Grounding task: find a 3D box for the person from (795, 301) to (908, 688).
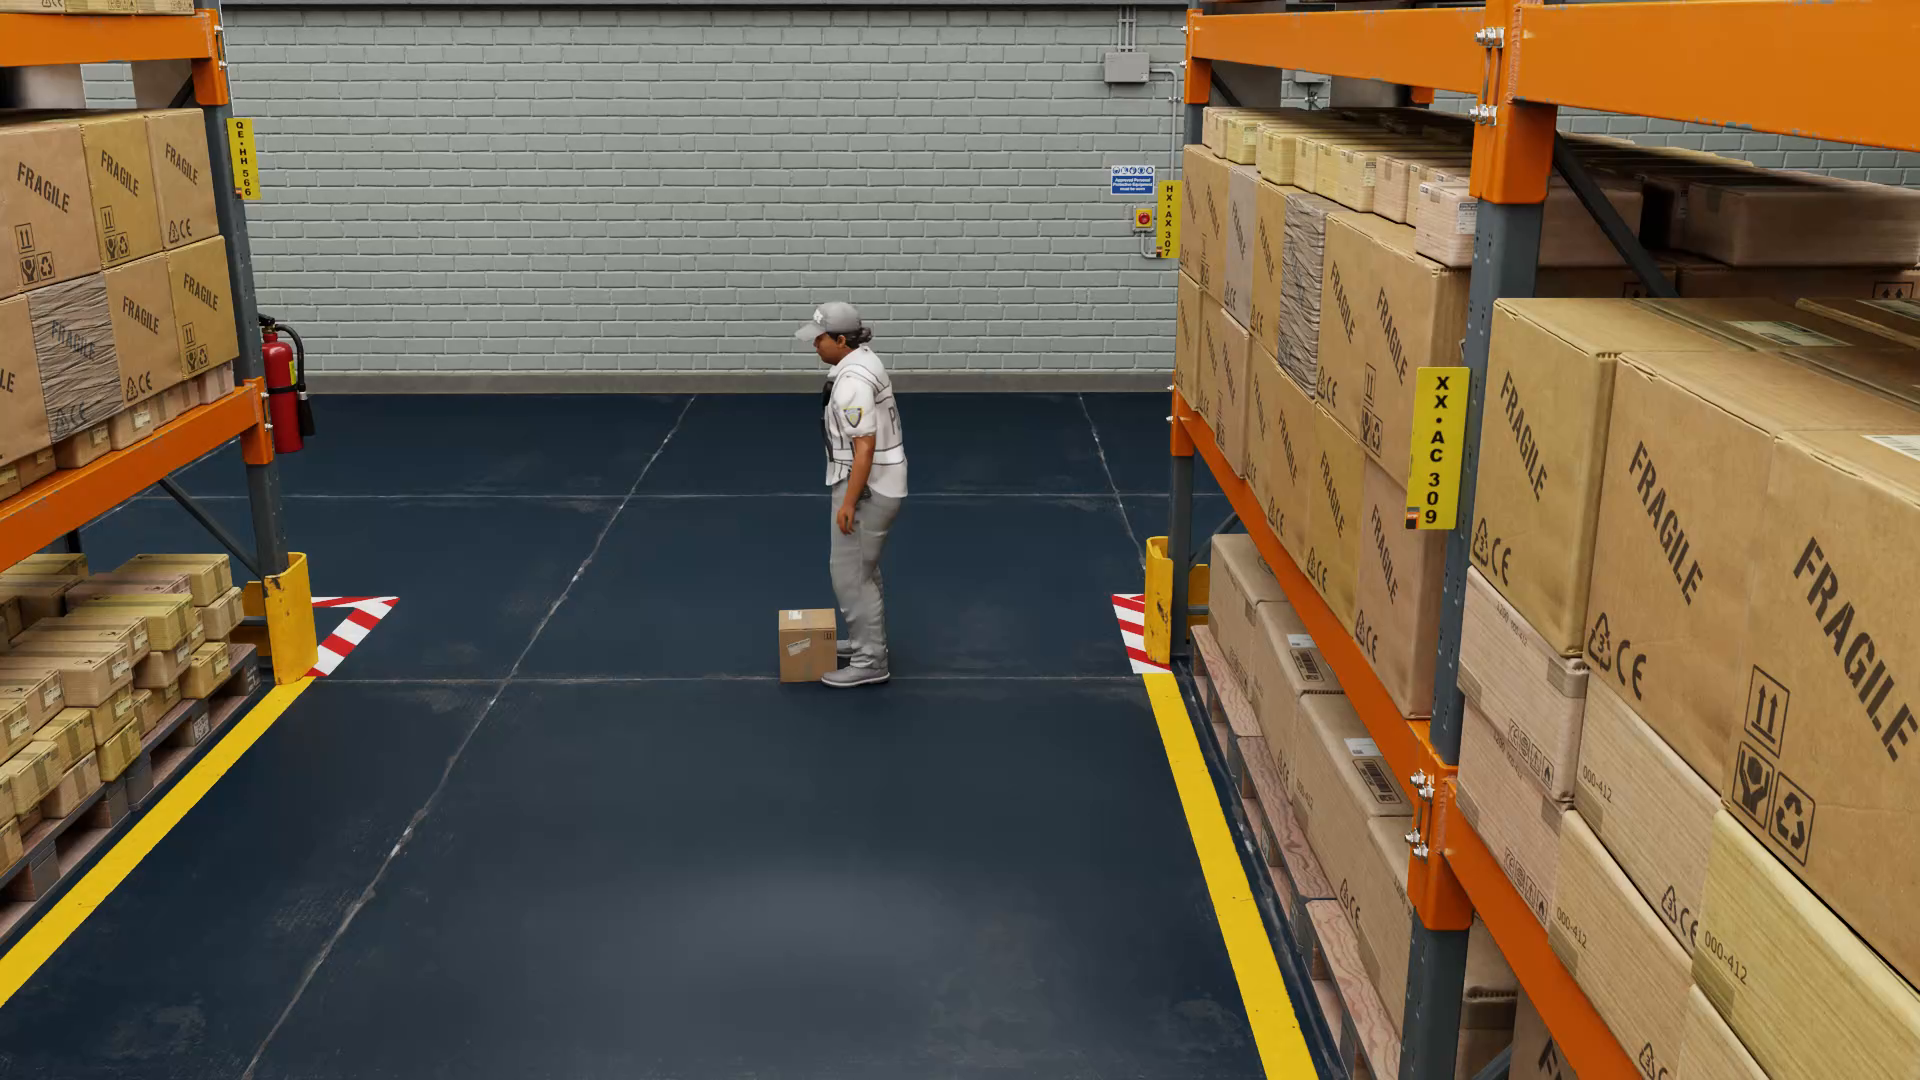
[{"bbox_3d":[-0.460,-0.210,7.211,0.469,1.666,0.542,0,17,-1],"label":"person"}]
